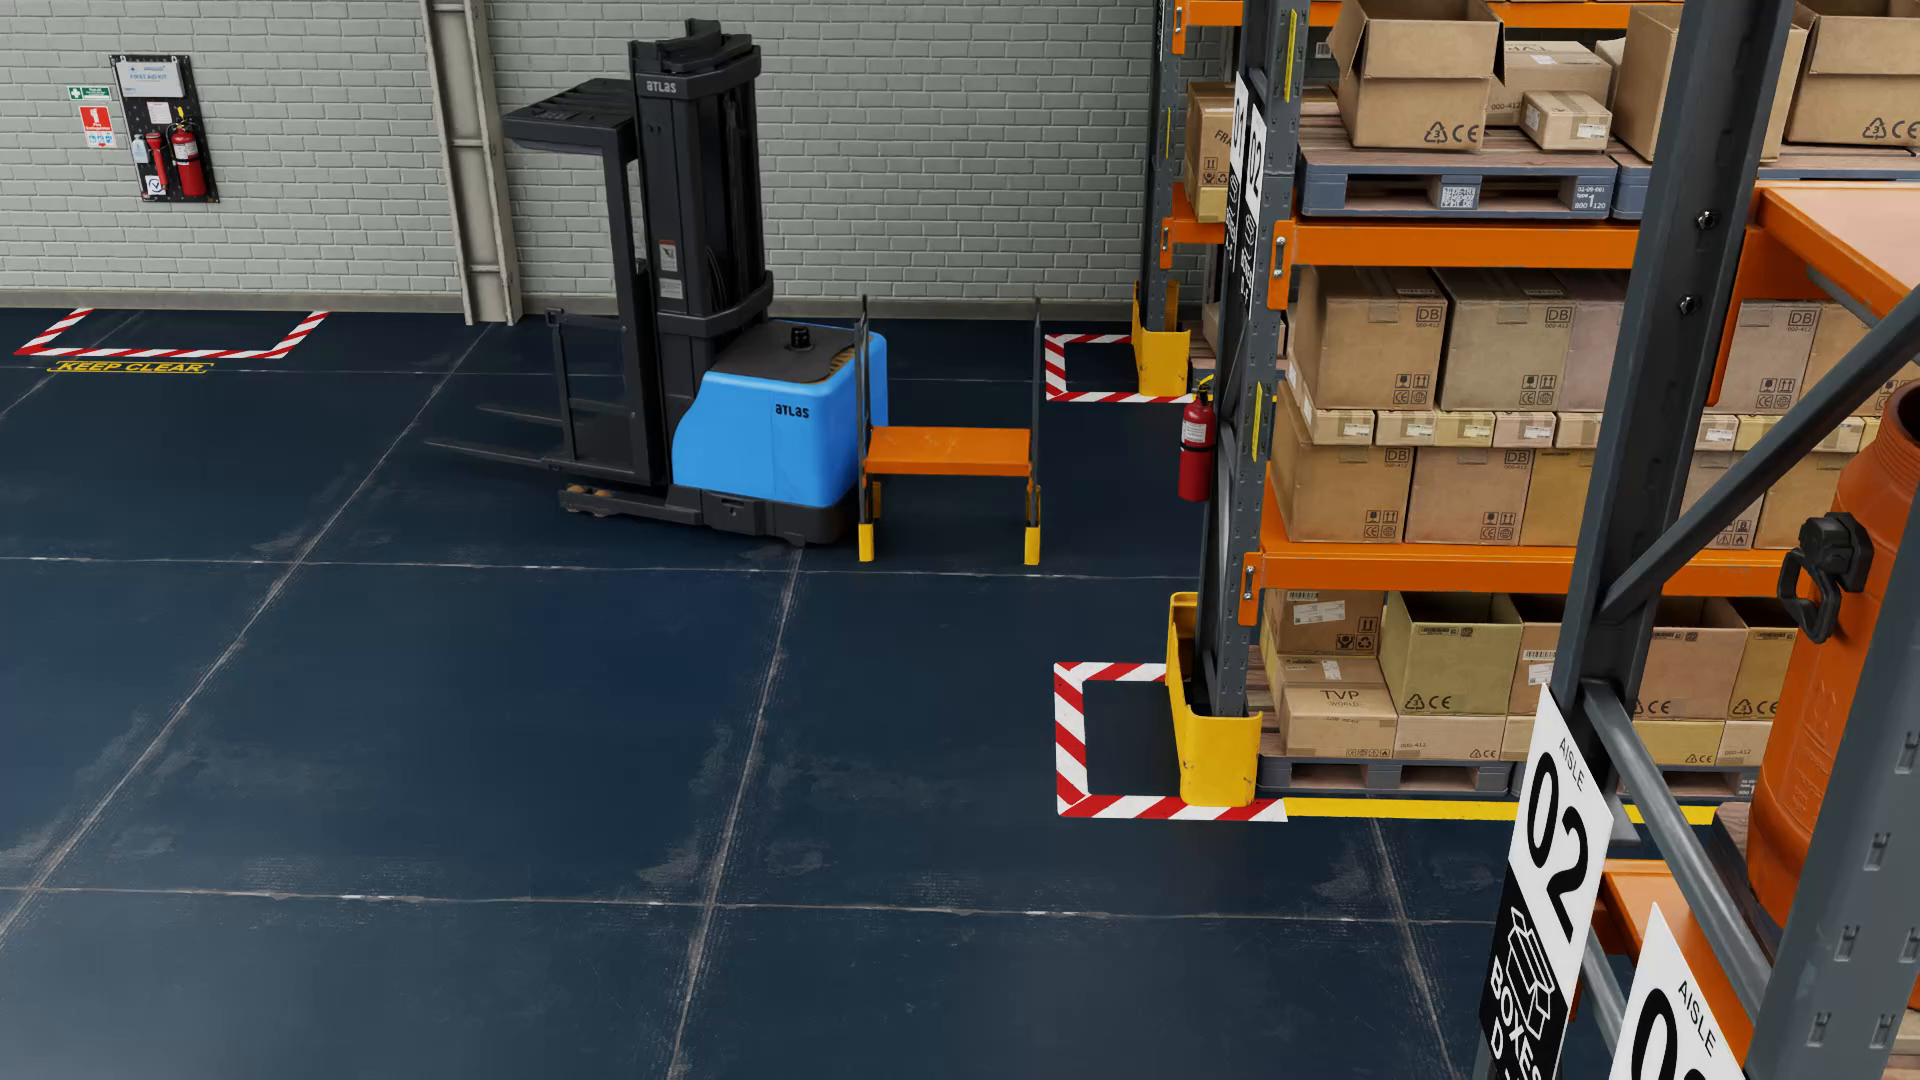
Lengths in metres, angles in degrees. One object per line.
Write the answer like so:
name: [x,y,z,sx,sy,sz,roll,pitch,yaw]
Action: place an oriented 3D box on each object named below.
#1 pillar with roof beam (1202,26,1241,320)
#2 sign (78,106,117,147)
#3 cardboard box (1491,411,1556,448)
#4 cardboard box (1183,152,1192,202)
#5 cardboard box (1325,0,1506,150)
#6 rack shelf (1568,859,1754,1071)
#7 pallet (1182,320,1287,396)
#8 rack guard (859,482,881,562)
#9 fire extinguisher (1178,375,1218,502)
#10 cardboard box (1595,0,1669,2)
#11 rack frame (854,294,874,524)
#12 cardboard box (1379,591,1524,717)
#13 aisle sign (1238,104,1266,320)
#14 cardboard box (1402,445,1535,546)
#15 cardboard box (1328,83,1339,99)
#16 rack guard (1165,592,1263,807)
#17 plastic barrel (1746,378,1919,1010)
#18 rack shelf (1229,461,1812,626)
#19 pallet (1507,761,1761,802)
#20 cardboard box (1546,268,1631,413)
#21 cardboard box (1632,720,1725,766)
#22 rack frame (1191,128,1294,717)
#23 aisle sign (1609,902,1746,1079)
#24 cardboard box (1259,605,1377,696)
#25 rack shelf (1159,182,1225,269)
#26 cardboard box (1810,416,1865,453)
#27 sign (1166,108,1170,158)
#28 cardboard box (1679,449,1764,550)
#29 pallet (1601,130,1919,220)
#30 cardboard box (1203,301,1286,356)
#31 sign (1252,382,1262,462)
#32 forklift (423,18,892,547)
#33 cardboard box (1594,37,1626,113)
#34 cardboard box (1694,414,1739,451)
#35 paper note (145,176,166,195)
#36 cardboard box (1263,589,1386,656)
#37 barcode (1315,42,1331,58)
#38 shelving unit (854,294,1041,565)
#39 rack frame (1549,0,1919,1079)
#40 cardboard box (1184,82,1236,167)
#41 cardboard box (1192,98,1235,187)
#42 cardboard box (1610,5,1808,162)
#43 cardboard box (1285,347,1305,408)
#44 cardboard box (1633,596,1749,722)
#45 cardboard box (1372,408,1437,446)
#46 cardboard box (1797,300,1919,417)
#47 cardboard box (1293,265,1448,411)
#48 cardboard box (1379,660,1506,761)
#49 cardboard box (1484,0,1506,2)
pillar with roof beam: [2.019,-3.684,7.591,0.400,9.000,9.100,1,28,2]
sign: [-6.843,-3.279,13.196,0.234,0.329,0.001,1,28,2]
cardboard box: [2.420,-0.547,7.279,0.250,0.149,0.380,1,28,1]
cardboard box: [1.915,-2.681,12.243,0.500,0.250,0.500,1,28,3]
cardboard box: [1.844,-1.943,6.802,0.637,0.503,0.797,3,28,5]
rack shelf: [3.090,1.008,2.712,4.000,0.370,1.077,1,28,2]
pallet: [2.327,-1.392,12.650,1.213,0.211,1.003,1,28,2]
rack guard: [-0.550,-0.116,10.203,0.087,0.250,0.587,1,28,2]
fire extinguisher: [1.168,-0.521,8.114,0.183,0.674,0.296,1,28,2]
cardboard box: [4.420,-3.874,11.025,0.500,0.500,0.500,-1,28,-3]
rack frame: [-0.570,-0.669,9.911,0.032,1.500,0.500,1,28,2]
cardboard box: [2.298,0.482,7.825,0.500,0.500,0.500,1,28,2]
aisle sign: [1.193,-1.343,6.804,0.004,0.787,0.394,1,28,2]
cardboard box: [2.261,-0.360,7.620,0.500,0.500,0.700,2,28,3]
cardboard box: [2.939,-3.001,12.047,0.500,0.500,0.500,0,28,0]
rack guard: [1.246,0.768,8.268,0.348,0.500,1.175,1,28,2]
plastic barrel: [1.581,0.230,2.504,0.708,0.830,0.600,1,28,2]
rack shelf: [3.268,0.015,7.788,4.000,0.370,1.077,1,28,2]
pallet: [3.252,0.910,8.307,1.213,0.211,1.003,1,28,2]
cardboard box: [2.818,-0.925,7.300,0.500,0.500,0.700,1,28,2]
cardboard box: [3.297,0.832,7.966,0.500,0.250,0.500,1,28,2]
rack frame: [1.270,-0.336,7.682,0.127,3.000,1.000,1,28,2]
aisle sign: [1.009,0.970,2.443,0.004,0.787,0.394,1,28,2]
cardboard box: [1.816,0.564,8.471,0.500,0.250,0.500,1,28,2]
rack shelf: [3.440,-2.304,12.162,4.000,0.370,1.077,1,28,2]
cardboard box: [3.719,-0.527,7.242,0.250,0.149,0.380,2,28,3]
sign: [1.422,-2.783,11.374,0.005,0.325,0.100,1,28,2]
cardboard box: [3.283,-0.342,7.587,0.500,0.500,0.700,2,28,3]
pallet: [3.198,-1.580,6.919,1.213,0.211,1.003,1,28,2]
cardboard box: [2.129,-1.608,12.481,0.500,0.311,0.500,-2,28,-4]
sign: [1.244,-0.494,6.970,0.005,0.325,0.100,1,28,2]
forklift: [-2.018,-1.661,10.254,3.031,2.935,1.130,9,29,17]
cardboard box: [2.986,-1.965,7.048,0.500,0.311,0.500,4,28,8]
cardboard box: [3.190,-0.534,7.255,0.250,0.149,0.380,1,28,2]
paper note: [-6.468,-2.852,13.368,0.142,0.148,0.016,1,28,2]
cardboard box: [1.816,0.231,8.298,0.500,0.500,0.500,1,28,2]
barcode: [1.588,-2.139,7.260,0.075,0.075,0.001,1,28,2]
shelving unit: [-0.053,-0.658,9.890,1.083,1.500,0.587,1,28,2]
rack frame: [1.091,-0.668,1.903,0.127,3.000,1.000,1,28,2]
cardboard box: [1.919,-3.021,12.084,0.500,0.500,0.500,1,28,1]
cardboard box: [1.907,-2.780,11.630,0.500,0.500,0.500,1,28,2]
cardboard box: [2.920,-1.798,6.531,0.500,0.500,0.500,1,28,2]
cardboard box: [1.658,-0.750,7.663,0.250,0.149,0.380,0,28,1]
cardboard box: [3.297,0.501,7.789,0.500,0.500,0.500,1,28,2]
cardboard box: [1.918,-0.557,7.298,0.250,0.149,0.380,0,28,0]
cardboard box: [3.818,-0.908,7.269,0.500,0.500,0.700,1,28,2]
cardboard box: [1.789,-0.939,7.327,0.500,0.500,0.700,1,28,2]
cardboard box: [2.298,0.813,8.002,0.500,0.250,0.500,1,28,2]
cardboard box: [3.357,-3.880,11.035,0.500,0.500,0.500,3,28,5]
